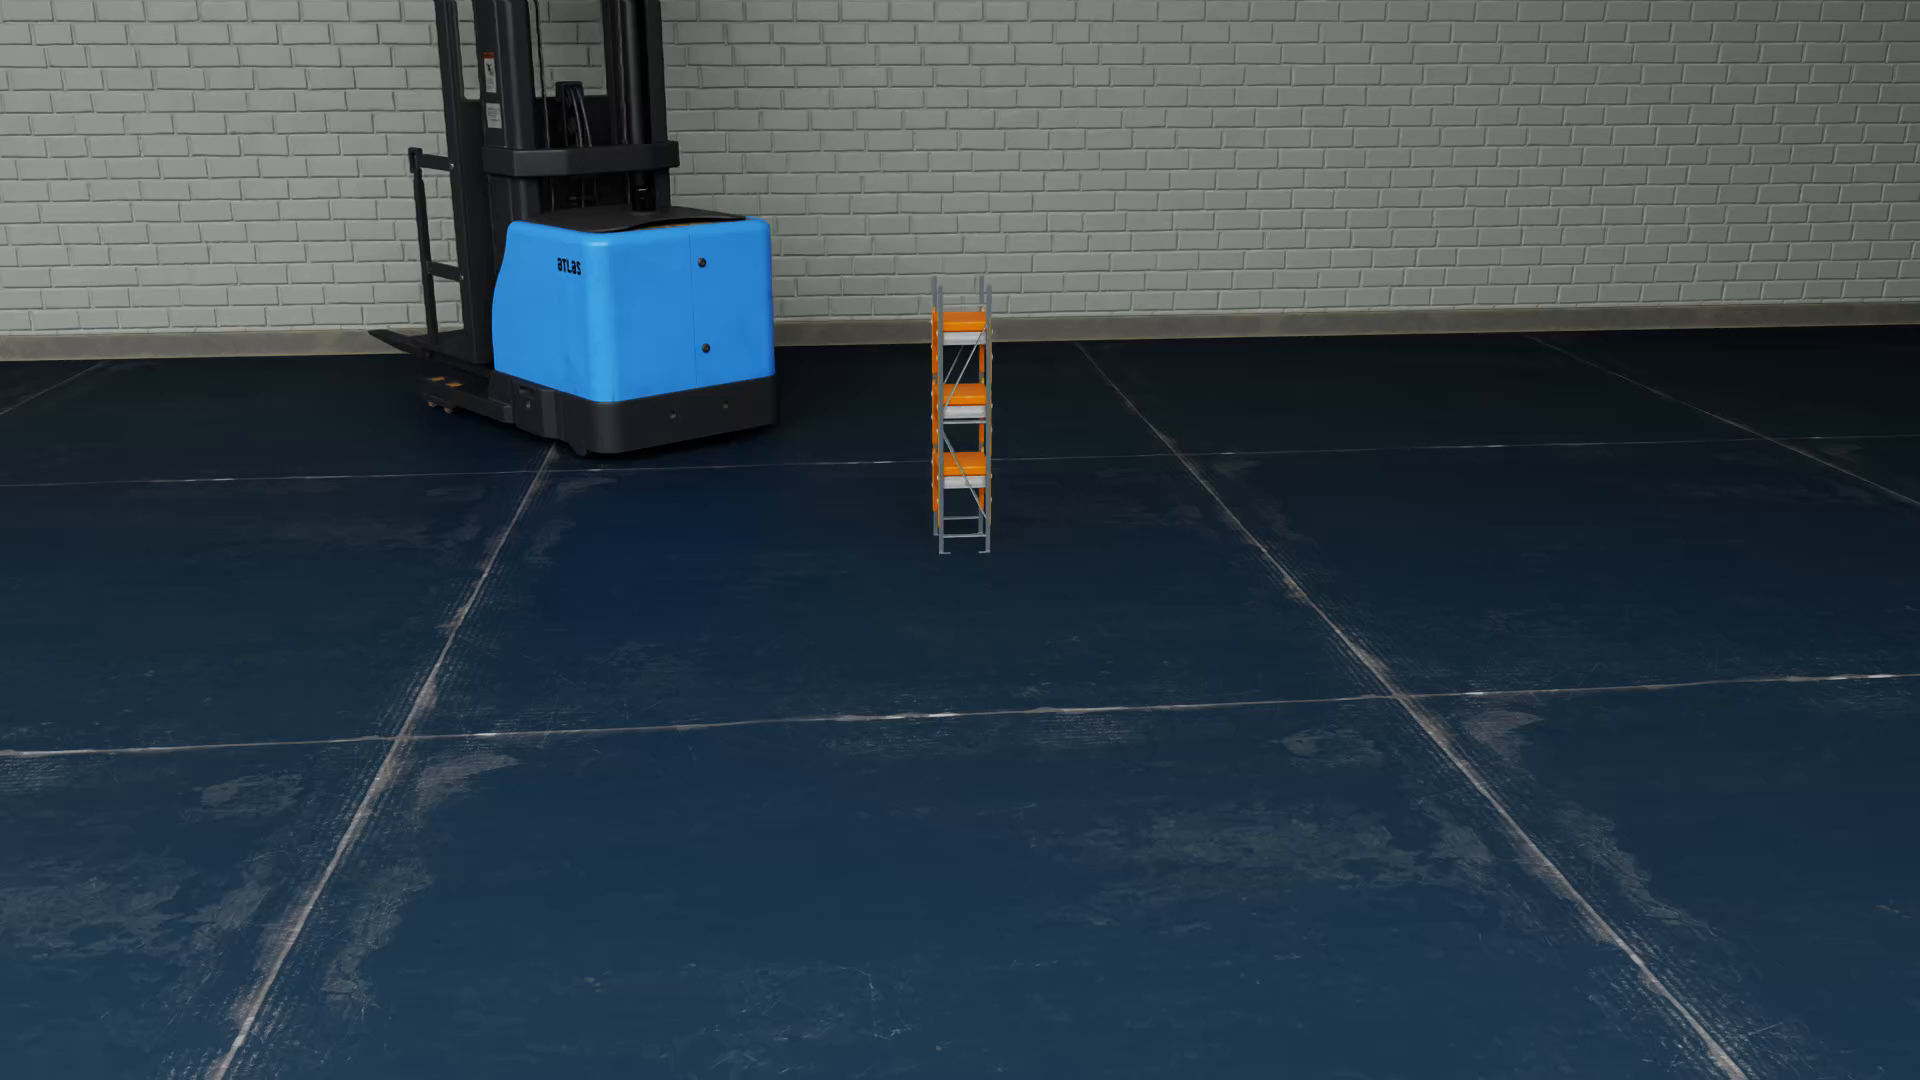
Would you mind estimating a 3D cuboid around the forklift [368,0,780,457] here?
[{"bbox_3d":[-2.260,-2.158,8.658,1.130,2.935,3.031,-15,23,-40],"label":"forklift"}]

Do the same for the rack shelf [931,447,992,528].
[{"bbox_3d":[0.006,-0.210,6.555,0.215,0.259,0.240,-2,18,-6],"label":"rack shelf"}]

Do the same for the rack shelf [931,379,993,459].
[{"bbox_3d":[0.006,-0.475,6.472,0.215,0.259,0.240,-2,18,-6],"label":"rack shelf"}]

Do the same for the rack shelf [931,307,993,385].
[{"bbox_3d":[0.005,-0.746,6.387,0.215,0.259,0.240,-2,18,-6],"label":"rack shelf"}]

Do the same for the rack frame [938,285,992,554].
[{"bbox_3d":[0.018,-0.449,6.353,0.200,1.050,0.008,-2,18,-6],"label":"rack frame"}]

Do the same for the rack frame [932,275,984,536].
[{"bbox_3d":[-0.007,-0.521,6.585,0.200,1.050,0.008,-2,18,-6],"label":"rack frame"}]

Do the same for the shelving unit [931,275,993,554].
[{"bbox_3d":[0.006,-0.485,6.469,0.215,1.050,0.252,-2,18,-6],"label":"shelving unit"}]
